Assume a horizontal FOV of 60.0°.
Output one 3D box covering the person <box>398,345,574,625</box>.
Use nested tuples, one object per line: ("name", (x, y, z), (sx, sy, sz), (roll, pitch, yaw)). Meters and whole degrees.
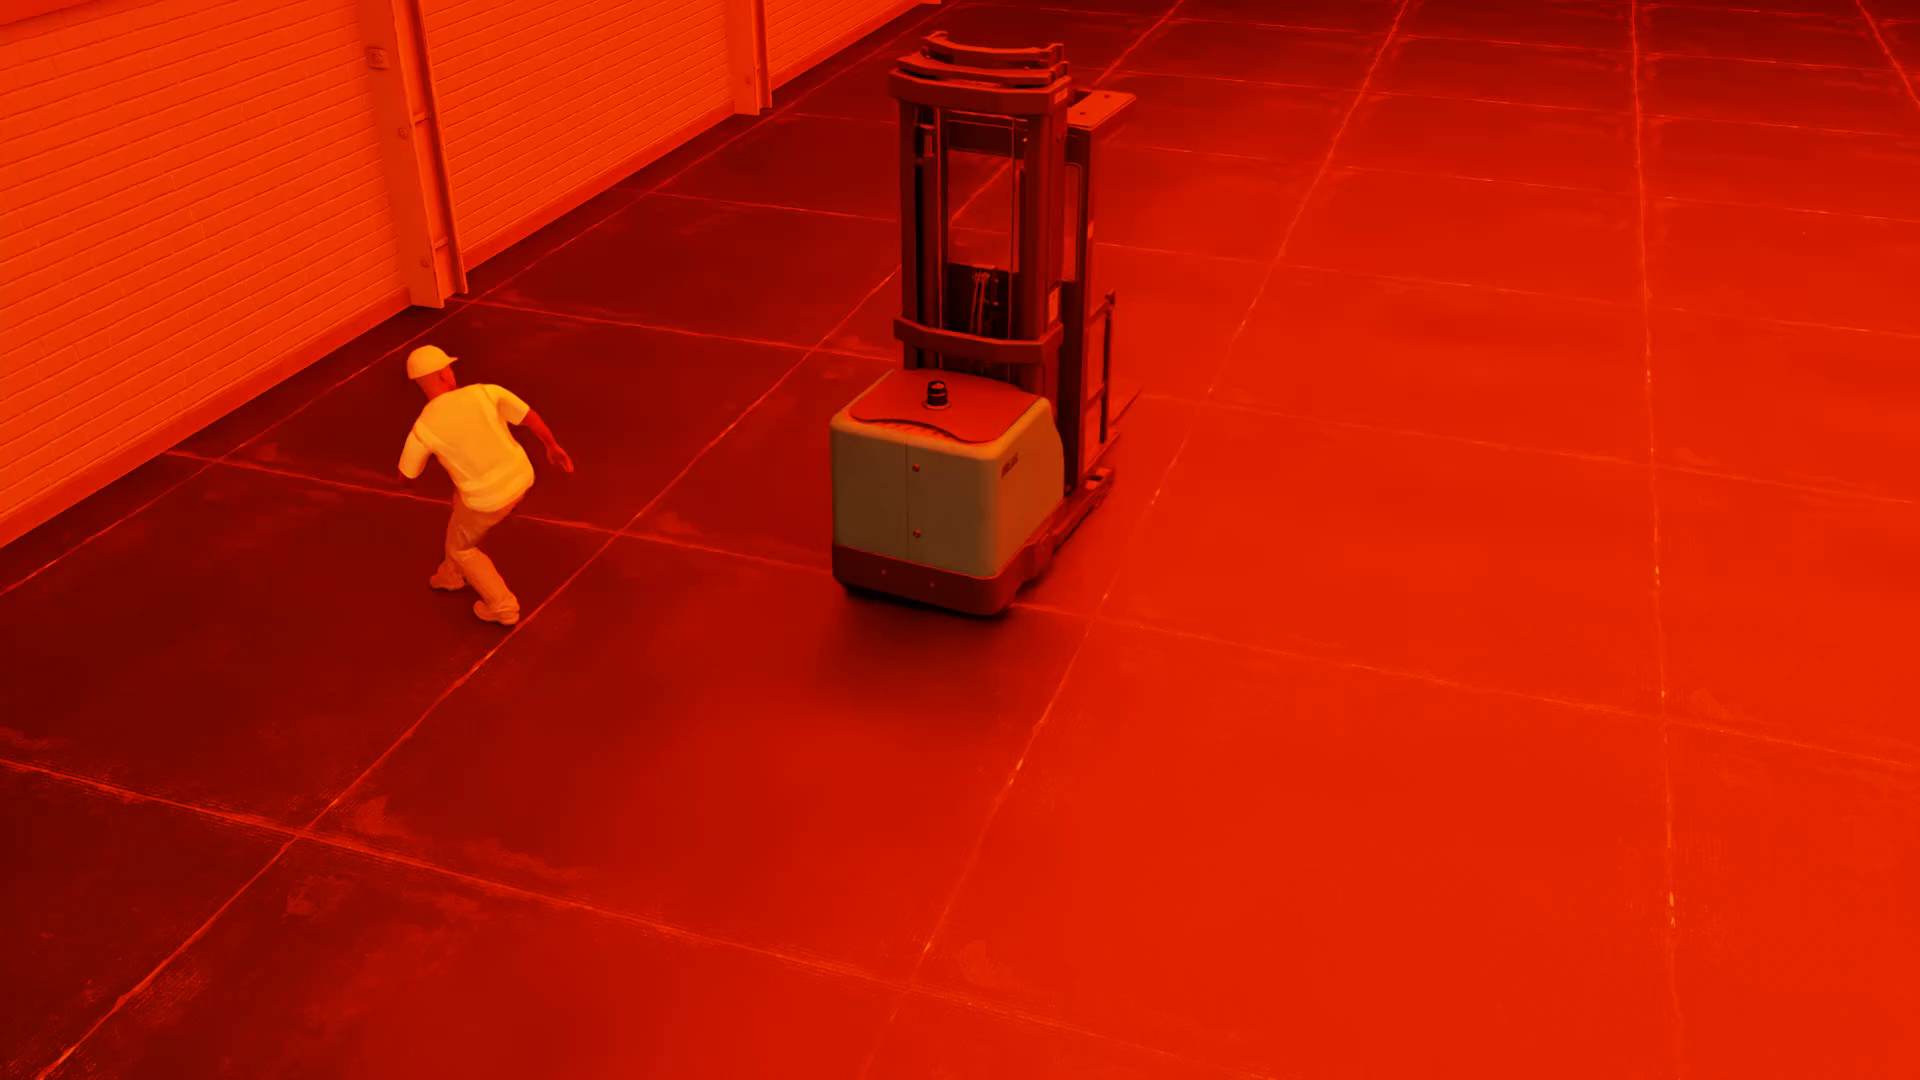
("person", (-2.686, -0.361, 9.153), (0.822, 1.583, 0.806), (20, 35, 31))

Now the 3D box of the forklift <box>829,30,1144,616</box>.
("forklift", (0.344, -1.563, 9.878), (1.130, 2.935, 3.031), (13, 32, 21))
